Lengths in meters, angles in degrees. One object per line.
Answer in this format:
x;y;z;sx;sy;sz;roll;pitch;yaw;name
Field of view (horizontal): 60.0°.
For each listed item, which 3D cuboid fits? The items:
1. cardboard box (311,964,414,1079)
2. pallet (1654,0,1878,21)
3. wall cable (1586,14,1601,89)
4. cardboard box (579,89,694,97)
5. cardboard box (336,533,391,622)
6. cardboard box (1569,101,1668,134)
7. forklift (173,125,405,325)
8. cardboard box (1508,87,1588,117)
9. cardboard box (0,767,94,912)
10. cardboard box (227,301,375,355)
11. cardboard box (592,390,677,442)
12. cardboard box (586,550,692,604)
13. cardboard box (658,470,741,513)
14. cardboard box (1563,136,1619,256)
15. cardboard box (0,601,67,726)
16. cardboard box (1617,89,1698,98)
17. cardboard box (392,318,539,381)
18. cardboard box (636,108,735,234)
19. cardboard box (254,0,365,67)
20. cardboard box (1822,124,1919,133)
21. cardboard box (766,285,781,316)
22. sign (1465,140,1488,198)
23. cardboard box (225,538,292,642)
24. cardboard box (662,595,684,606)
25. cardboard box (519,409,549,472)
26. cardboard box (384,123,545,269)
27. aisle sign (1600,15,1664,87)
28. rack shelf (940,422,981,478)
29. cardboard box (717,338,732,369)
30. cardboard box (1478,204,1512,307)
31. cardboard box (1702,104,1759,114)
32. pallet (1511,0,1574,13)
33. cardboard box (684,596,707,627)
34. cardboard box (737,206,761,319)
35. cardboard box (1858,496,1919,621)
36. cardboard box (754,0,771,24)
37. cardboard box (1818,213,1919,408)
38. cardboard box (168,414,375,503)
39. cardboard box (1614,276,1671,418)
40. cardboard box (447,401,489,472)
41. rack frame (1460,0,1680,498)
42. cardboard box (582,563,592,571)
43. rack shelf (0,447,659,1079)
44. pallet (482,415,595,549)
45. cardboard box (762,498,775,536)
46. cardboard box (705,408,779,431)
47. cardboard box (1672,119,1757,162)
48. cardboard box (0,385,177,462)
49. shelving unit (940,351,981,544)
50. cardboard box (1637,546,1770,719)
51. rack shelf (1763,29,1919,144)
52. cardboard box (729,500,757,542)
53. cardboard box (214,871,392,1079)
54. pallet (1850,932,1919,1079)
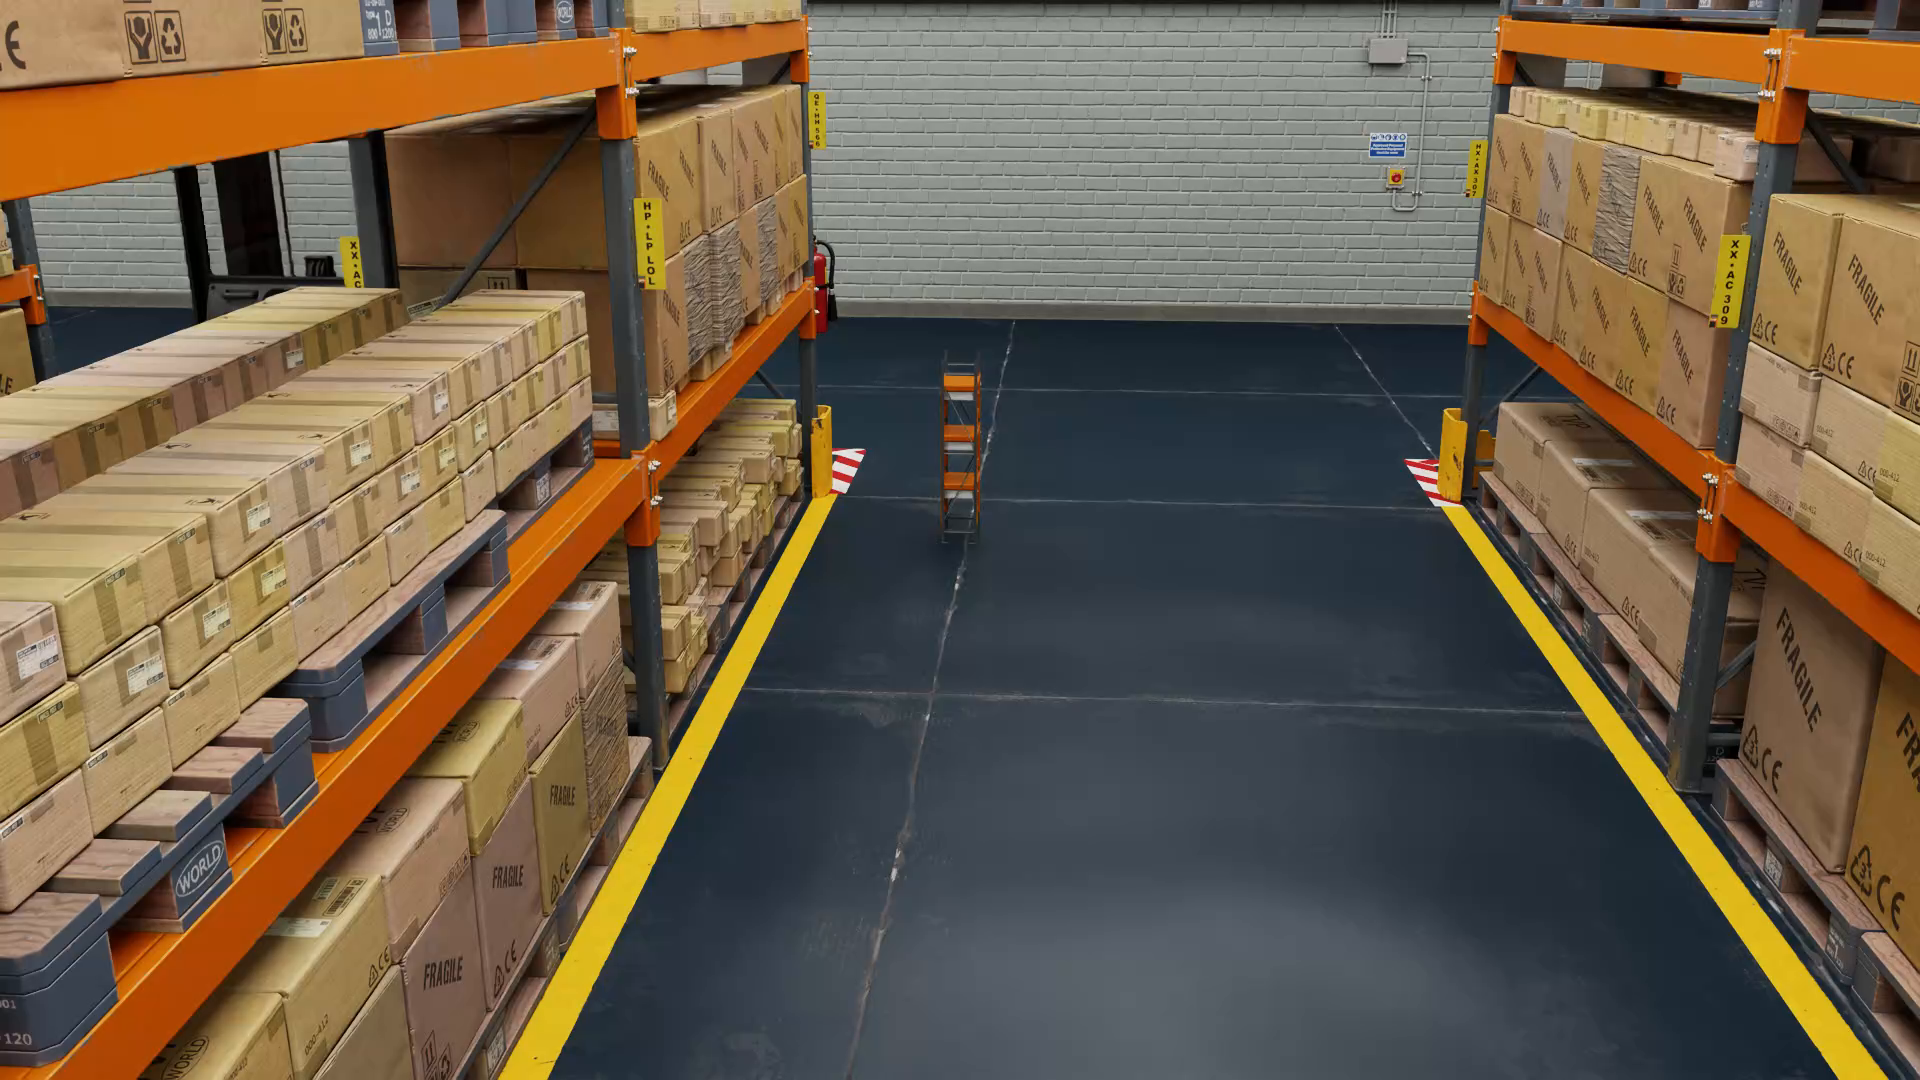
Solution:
-1.623;1.331;3.885;0.500;0.500;0.500;1;18;5;cardboard box
3.340;-2.088;6.303;1.003;0.211;1.213;1;18;4;pallet
5.354;-3.900;14.875;0.588;1.984;0.122;1;18;4;wall cable
-1.714;-2.146;8.910;0.500;0.500;0.500;2;18;6;cardboard box
-1.634;0.086;4.072;0.380;0.149;0.250;2;18;5;cardboard box
3.148;-2.017;7.954;0.380;0.149;0.250;1;18;4;cardboard box
-3.242;-1.053;7.931;1.130;2.935;3.031;2;18;5;forklift
3.256;-2.420;9.183;0.380;0.149;0.250;2;18;5;cardboard box
-1.727;0.498;2.815;0.380;0.149;0.250;1;18;3;cardboard box
-2.175;-0.694;5.497;0.380;0.149;0.250;2;18;5;cardboard box
-1.327;-0.491;6.508;0.380;0.149;0.250;2;18;6;cardboard box
-1.363;0.156;7.078;0.380;0.149;0.250;2;18;7;cardboard box
-1.305;-0.245;8.301;0.380;0.149;0.250;1;18;4;cardboard box
3.145;-1.597;7.714;0.500;0.500;0.500;1;18;4;cardboard box
-1.734;0.209;2.741;0.380;0.149;0.250;1;18;4;cardboard box
3.737;-2.329;8.904;0.380;0.149;0.250;2;18;5;cardboard box
-1.547;-0.600;5.211;0.380;0.149;0.250;1;18;2;cardboard box
-1.309;-1.646;7.384;0.500;0.500;0.500;2;18;5;cardboard box
-1.595;-1.243;3.421;0.500;0.500;0.500;1;18;4;cardboard box
3.531;-1.534;6.480;0.380;0.149;0.250;1;18;3;cardboard box
-1.182;-1.311;9.010;0.380;0.149;0.250;2;18;5;cardboard box
3.004;-2.156;9.669;0.100;0.325;0.005;1;18;4;sign
-1.675;0.100;3.553;0.380;0.149;0.250;1;18;4;cardboard box
-1.400;0.298;7.123;0.380;0.149;0.250;1;18;4;cardboard box
-1.543;-0.324;5.324;0.380;0.149;0.250;1;18;4;cardboard box
-1.910;-1.346;6.469;0.500;0.500;0.500;1;18;2;cardboard box
3.872;-2.944;9.415;0.394;0.787;0.004;1;18;4;aisle sign
0.004;-0.505;9.314;0.215;0.259;0.240;1;18;4;rack shelf
-1.281;-0.901;7.760;0.380;0.149;0.250;2;18;6;cardboard box
3.237;-1.598;9.322;0.500;0.500;0.500;1;18;3;cardboard box
3.657;-1.929;7.686;0.380;0.149;0.250;2;18;6;cardboard box
3.515;-2.846;8.615;1.003;0.211;1.213;1;18;4;pallet
-1.342;0.358;7.416;0.380;0.149;0.250;1;18;4;cardboard box
-1.277;-1.344;8.068;0.500;0.500;0.500;2;18;7;cardboard box
2.888;0.071;4.630;0.500;0.250;0.500;1;18;3;cardboard box
-1.234;-2.667;8.168;0.500;0.250;0.500;2;18;6;cardboard box
2.944;-0.684;4.928;0.500;0.500;0.500;1;18;4;cardboard box
-1.641;-0.198;3.983;0.380;0.149;0.250;2;18;6;cardboard box
3.081;-0.808;6.911;0.500;0.500;0.500;1;18;3;cardboard box
-1.579;-0.299;4.769;0.380;0.149;0.250;0;18;1;cardboard box
3.558;-1.693;9.773;1.000;3.000;0.127;1;18;4;rack frame
-1.844;0.135;7.619;0.380;0.149;0.250;1;18;4;cardboard box
-1.817;0.433;4.439;1.077;0.370;4.000;1;18;4;rack shelf
-1.874;-0.205;5.538;1.003;0.211;1.213;1;18;4;pallet
-1.199;-0.129;8.903;0.380;0.149;0.250;0;18;1;cardboard box
-1.247;-0.653;9.547;0.380;0.149;0.250;2;18;5;cardboard box
3.131;-1.620;6.742;0.380;0.149;0.250;1;18;3;cardboard box
-2.268;-0.295;4.280;0.380;0.149;0.250;2;18;6;cardboard box
0.004;-0.516;9.310;0.215;1.050;0.252;1;18;4;shelving unit
3.423;0.375;6.903;0.875;0.438;0.875;1;18;3;cardboard box
3.127;-0.913;3.731;1.077;0.370;4.000;1;18;4;rack shelf
-1.229;-0.100;8.338;0.380;0.149;0.250;1;18;4;cardboard box
-1.633;0.978;3.756;0.500;0.250;0.500;1;18;3;cardboard box
3.206;1.496;4.519;1.003;0.211;1.213;1;18;4;pallet
